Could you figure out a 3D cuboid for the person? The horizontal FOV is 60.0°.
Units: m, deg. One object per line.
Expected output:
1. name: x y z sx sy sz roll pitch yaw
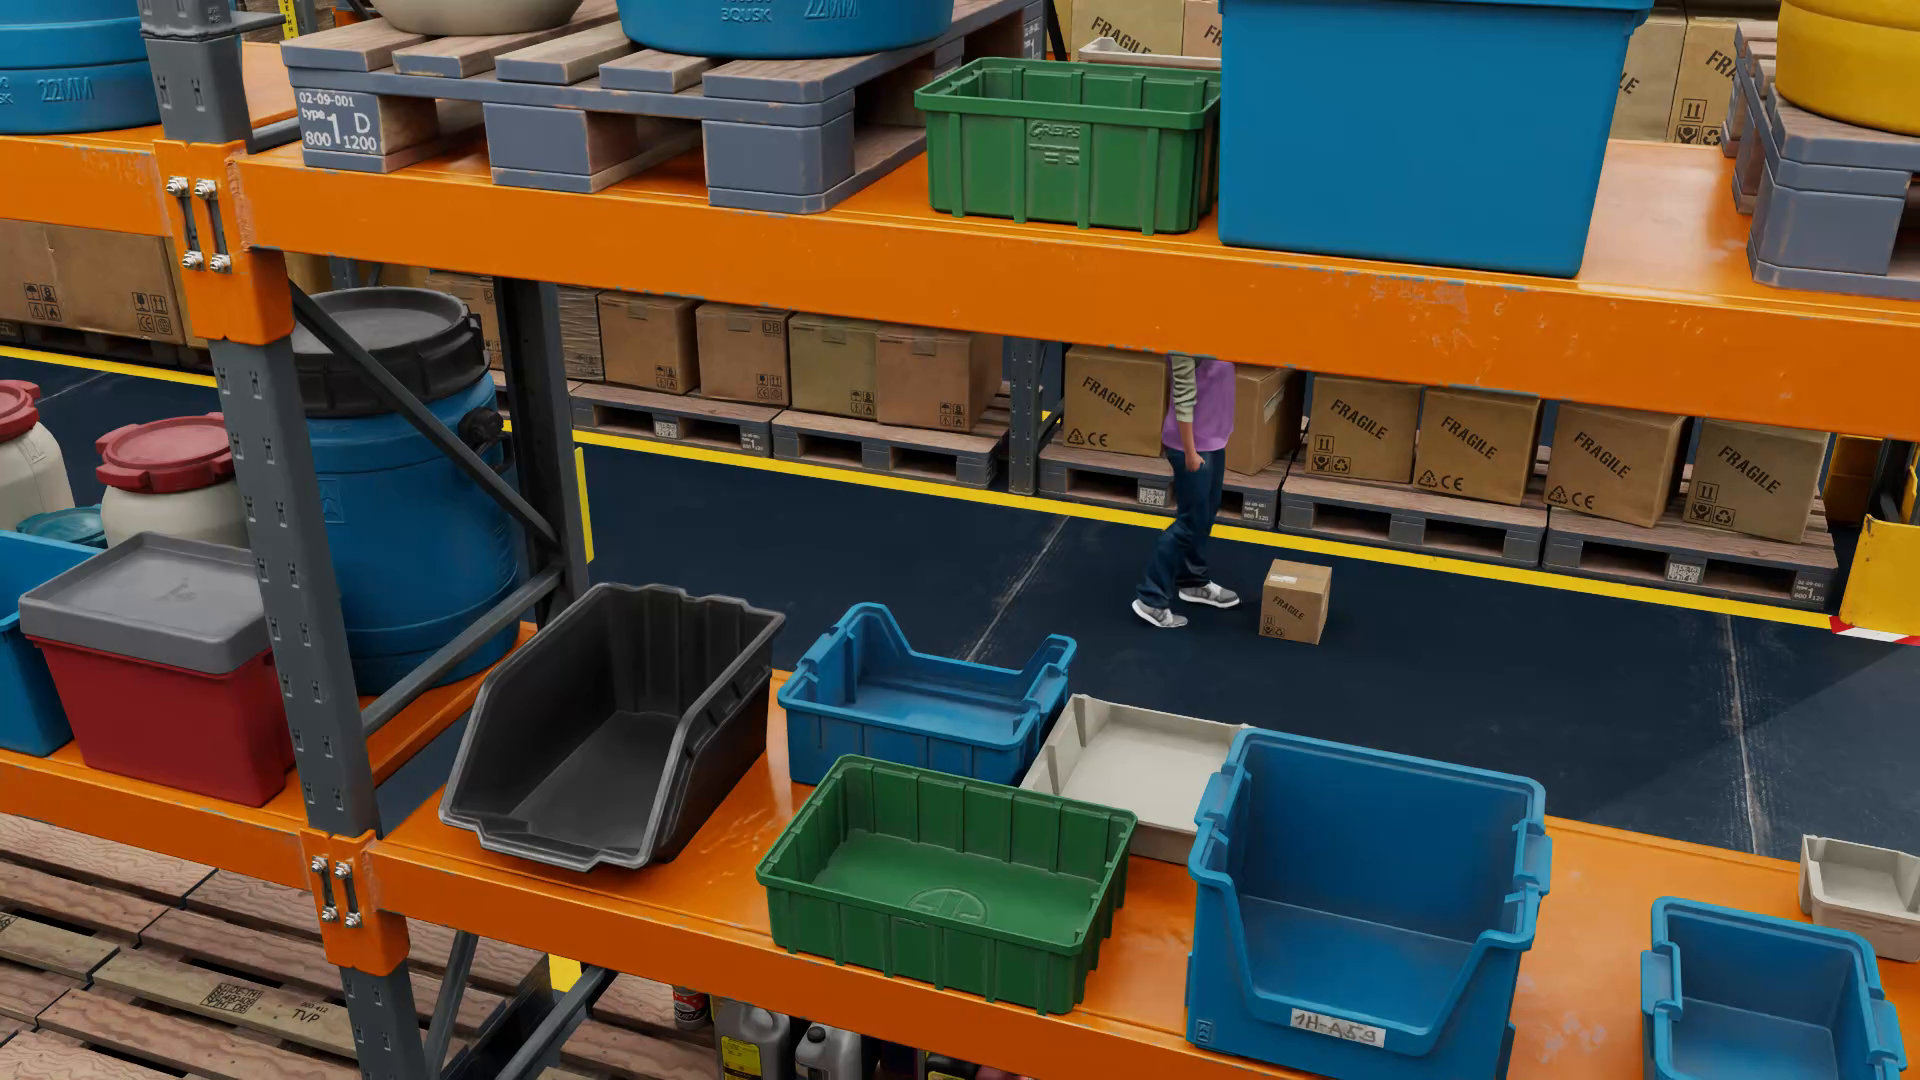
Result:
1. person: 1.002 -0.394 6.976 0.400 1.646 0.437 9 28 18
